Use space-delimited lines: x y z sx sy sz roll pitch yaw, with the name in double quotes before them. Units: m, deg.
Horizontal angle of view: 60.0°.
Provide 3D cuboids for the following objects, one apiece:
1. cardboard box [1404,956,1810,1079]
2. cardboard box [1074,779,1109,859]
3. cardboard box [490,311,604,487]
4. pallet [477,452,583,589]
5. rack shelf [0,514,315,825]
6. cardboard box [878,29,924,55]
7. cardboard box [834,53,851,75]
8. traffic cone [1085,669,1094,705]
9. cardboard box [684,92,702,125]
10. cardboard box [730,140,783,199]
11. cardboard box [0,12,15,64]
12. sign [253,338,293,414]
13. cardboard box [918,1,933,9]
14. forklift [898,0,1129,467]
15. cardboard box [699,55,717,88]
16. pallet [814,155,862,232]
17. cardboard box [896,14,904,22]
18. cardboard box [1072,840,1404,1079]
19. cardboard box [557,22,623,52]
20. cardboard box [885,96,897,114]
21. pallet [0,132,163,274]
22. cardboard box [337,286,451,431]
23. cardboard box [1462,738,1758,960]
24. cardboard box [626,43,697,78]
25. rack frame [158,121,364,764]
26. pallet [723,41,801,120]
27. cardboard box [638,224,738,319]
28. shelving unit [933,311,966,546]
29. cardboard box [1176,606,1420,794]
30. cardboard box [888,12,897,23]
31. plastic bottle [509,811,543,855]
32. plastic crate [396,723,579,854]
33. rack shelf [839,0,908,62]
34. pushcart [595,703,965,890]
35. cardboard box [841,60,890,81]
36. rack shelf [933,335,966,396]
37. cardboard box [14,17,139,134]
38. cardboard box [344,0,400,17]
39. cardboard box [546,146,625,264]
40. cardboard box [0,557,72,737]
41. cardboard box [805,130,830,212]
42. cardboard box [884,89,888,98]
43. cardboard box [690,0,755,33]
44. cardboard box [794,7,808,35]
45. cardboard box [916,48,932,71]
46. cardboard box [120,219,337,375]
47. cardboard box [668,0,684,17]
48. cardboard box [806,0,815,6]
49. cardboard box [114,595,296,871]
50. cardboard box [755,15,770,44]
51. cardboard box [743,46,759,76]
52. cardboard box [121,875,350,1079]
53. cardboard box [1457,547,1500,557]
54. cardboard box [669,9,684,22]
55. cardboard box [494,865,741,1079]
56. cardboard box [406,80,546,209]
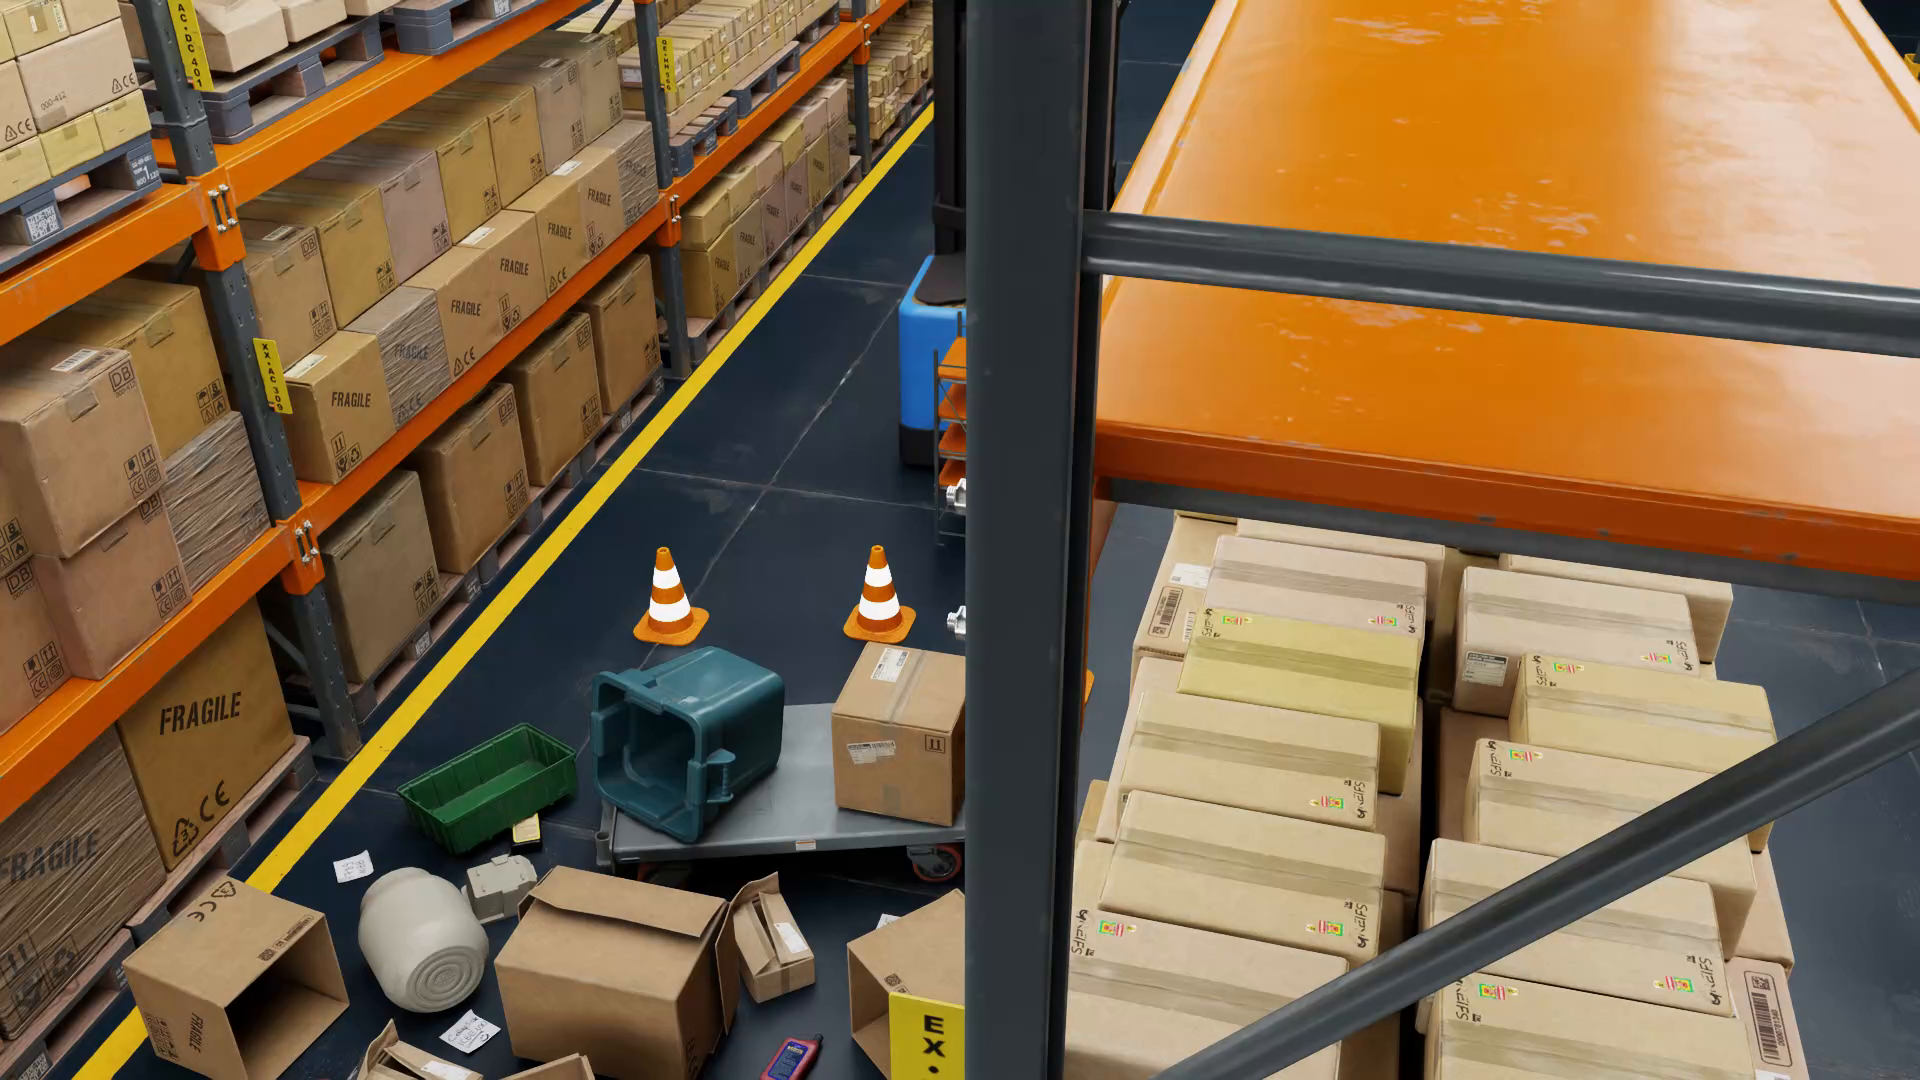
"cardboard box" 0.888 0.812 2.313 0.500 0.250 0.500 7 33 12
"cardboard box" 0.587 0.940 3.742 0.700 0.500 0.500 8 33 12
"cardboard box" -2.741 -0.878 9.610 1.050 0.750 0.750 9 33 13
"pallet" -2.865 -0.201 9.440 1.003 0.211 1.213 8 33 12
"rack shelf" -3.803 1.009 5.607 1.077 0.370 4.000 8 33 12
"cardboard box" -0.556 -4.667 15.576 0.380 0.149 0.250 8 33 13
"cardboard box" -1.203 -4.321 15.032 0.380 0.149 0.250 9 34 14
"traffic cone" 0.478 0.526 8.061 0.336 0.463 0.334 8 33 12
"cardboard box" -1.904 -2.823 10.807 0.380 0.149 0.250 10 34 15
"cardboard box" -1.605 -2.690 11.995 0.500 0.250 0.500 8 33 13
"cardboard box" -3.209 -1.553 5.178 0.380 0.149 0.250 8 33 12
"sign" -2.759 -0.656 6.675 0.100 0.325 0.005 8 33 12
"cardboard box" -0.202 -5.201 16.417 0.380 0.149 0.250 7 33 11
"forklift" 0.432 -2.378 10.329 1.130 2.935 3.031 6 33 10
"cardboard box" -1.832 -3.108 10.978 0.380 0.149 0.250 7 33 11
"pallet" -1.462 -2.903 13.689 1.003 0.211 1.213 8 33 12
"cardboard box" -0.732 -5.149 16.611 0.380 0.149 0.250 8 33 13
"cardboard box" 0.372 0.735 2.435 0.500 0.250 0.500 8 33 12
"cardboard box" -2.467 -3.313 11.023 0.380 0.149 0.250 9 34 14
"cardboard box" -0.782 -3.877 14.889 0.380 0.149 0.250 8 33 12
"pallet" -3.514 -1.138 5.600 1.003 0.211 1.213 8 33 12
"cardboard box" -2.775 -0.873 7.804 0.500 0.500 0.500 8 33 13
"cardboard box" 0.962 0.458 2.499 0.380 0.149 0.250 8 33 12
"cardboard box" -1.910 -3.083 10.662 0.380 0.149 0.250 7 33 11
"rack frame" -3.296 -0.332 7.046 1.000 3.000 0.127 8 33 12
"pallet" -1.818 -3.360 11.988 1.003 0.211 1.213 8 33 12
"cardboard box" -1.855 -1.863 11.392 0.500 0.500 0.500 7 33 10
"shelving unit" 0.042 -0.592 9.133 0.258 1.200 0.503 8 33 12
"cardboard box" 0.567 0.265 2.802 0.380 0.149 0.250 8 33 13
"cardboard box" -0.836 -5.146 16.330 0.380 0.149 0.250 6 33 10
"plastic bottle" -1.906 1.257 7.286 0.133 0.061 0.283 -8 33 -13
"plastic crate" -2.073 1.099 7.363 0.662 0.188 0.450 -28 32 -37
"rack shelf" -0.758 -5.218 15.402 1.077 0.370 4.000 8 33 12
"pushcart" -0.700 1.111 7.220 1.648 0.377 0.936 -3 33 -4
"cardboard box" -0.834 -4.132 14.735 0.380 0.149 0.250 8 33 12
"rack shelf" 0.042 -0.924 8.922 0.258 0.148 0.480 8 33 12
"cardboard box" -3.172 -1.589 5.606 0.500 0.250 0.500 8 33 12
"cardboard box" -2.689 -2.403 7.258 0.380 0.149 0.250 8 33 12
"cardboard box" -2.263 -1.921 9.453 0.500 0.500 0.500 8 33 12
"cardboard box" -3.746 0.350 5.833 0.875 0.550 0.550 8 33 12
"cardboard box" -1.340 -2.921 13.058 0.500 0.500 0.500 7 33 11
"cardboard box" -0.860 -4.003 14.809 0.380 0.149 0.250 8 33 12
"cardboard box" -1.644 -3.626 11.516 0.380 0.149 0.250 9 34 14
"cardboard box" -1.369 -3.928 12.545 0.380 0.149 0.250 6 33 10
"cardboard box" -0.484 -4.529 15.636 0.380 0.149 0.250 8 33 13
"cardboard box" -3.175 -1.055 7.158 0.700 0.500 0.500 7 33 12
"cardboard box" -2.203 -3.853 11.872 0.380 0.149 0.250 9 34 14
"cardboard box" -1.307 -4.182 12.667 0.380 0.149 0.250 9 34 14
"cardboard box" -3.523 0.704 7.005 0.875 0.875 0.875 9 33 13
"cardboard box" -1.574 -3.637 11.811 0.380 0.149 0.250 9 34 14
"cardboard box" -1.637 -3.372 11.671 0.380 0.149 0.250 8 33 13
"cardboard box" -2.697 1.667 6.230 0.500 0.500 0.500 14 35 21
"cardboard box" 1.207 -0.073 3.334 0.380 0.149 0.250 9 33 13
"cardboard box" -2.205 -3.727 11.952 0.380 0.149 0.250 7 33 11
"cardboard box" -1.271 1.619 6.178 0.797 0.637 0.503 8 33 12
"cardboard box" -2.659 -2.111 8.820 0.700 0.500 0.500 8 33 12
